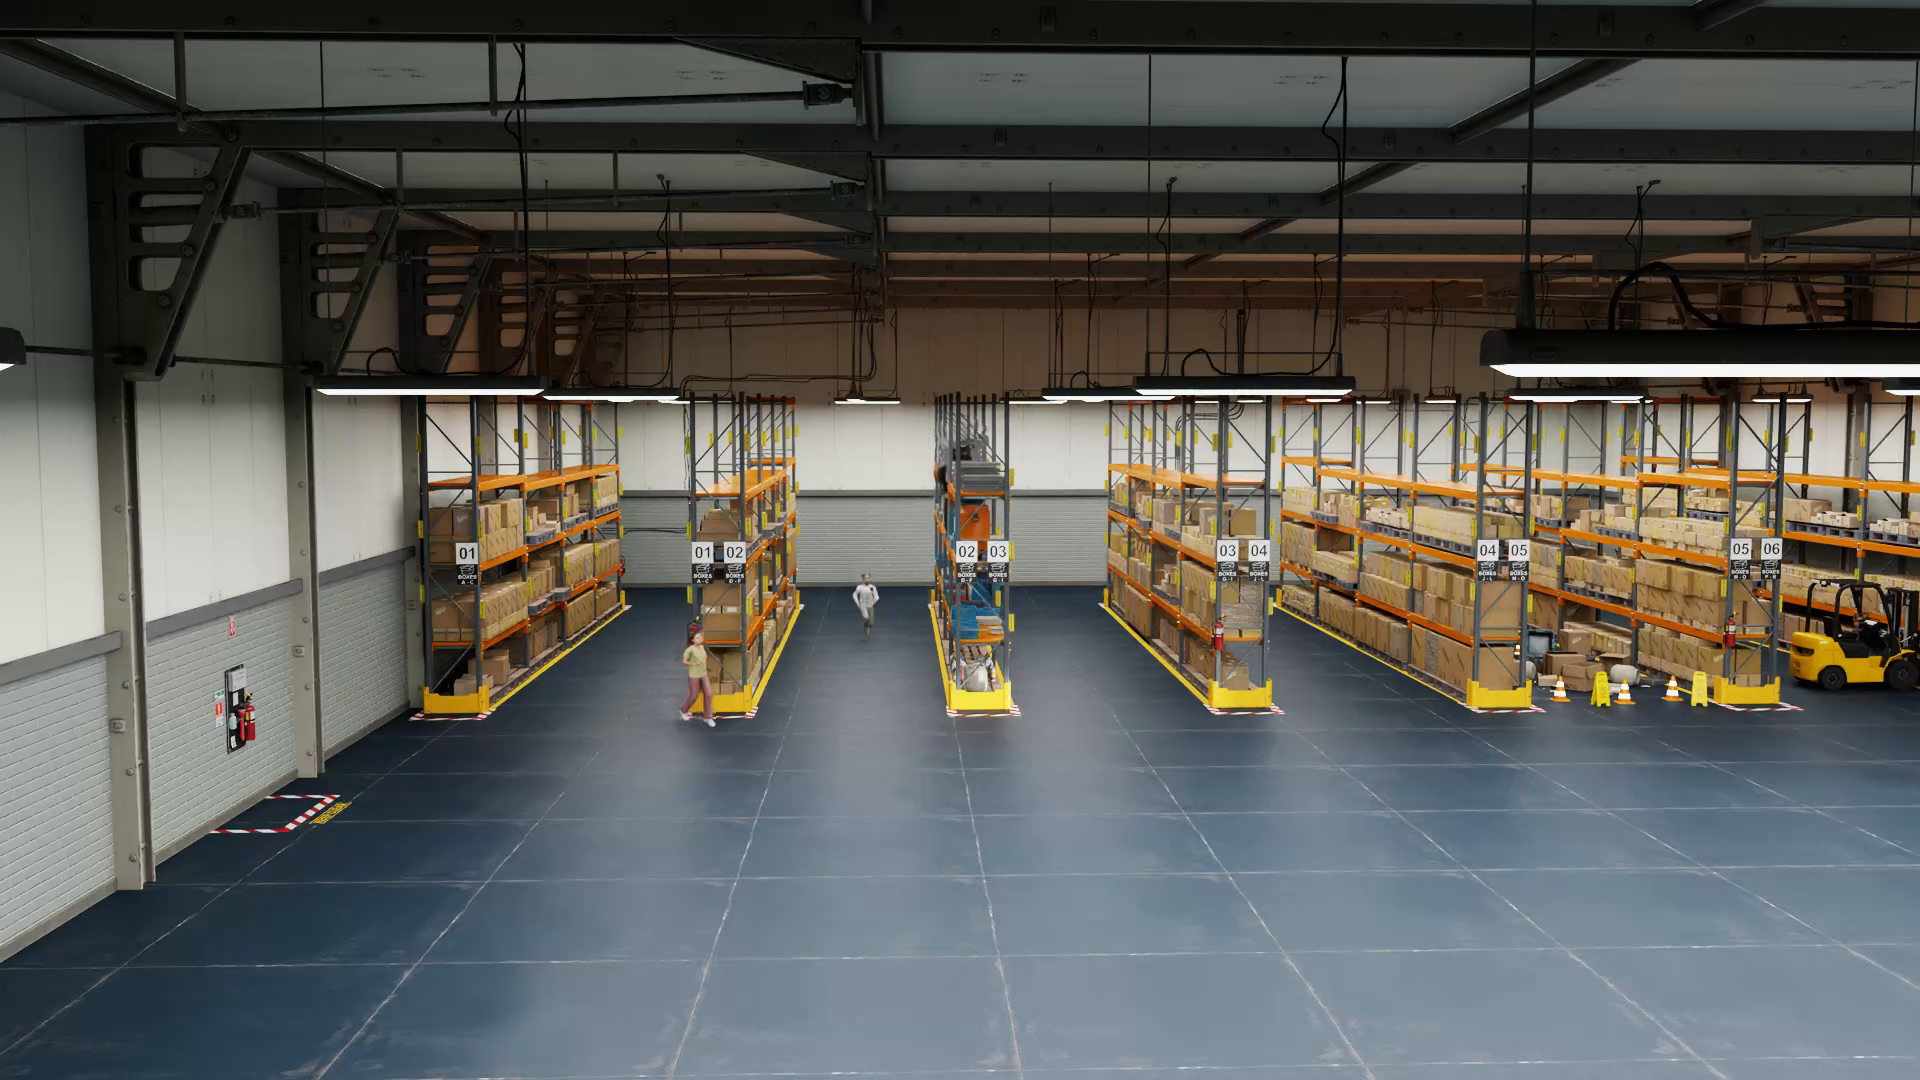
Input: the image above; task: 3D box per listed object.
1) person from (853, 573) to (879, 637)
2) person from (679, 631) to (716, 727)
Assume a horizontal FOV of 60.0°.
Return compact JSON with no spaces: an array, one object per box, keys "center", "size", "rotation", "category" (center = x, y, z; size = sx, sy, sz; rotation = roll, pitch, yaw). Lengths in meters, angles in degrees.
[{"center":[-2.259,1.583,40.050],"size":[0.621,1.597,0.780],"rotation":[-1,5,-13],"category":"person"},{"center":[-4.750,2.487,29.939],"size":[0.848,1.693,0.586],"rotation":[4,6,42],"category":"person"}]
